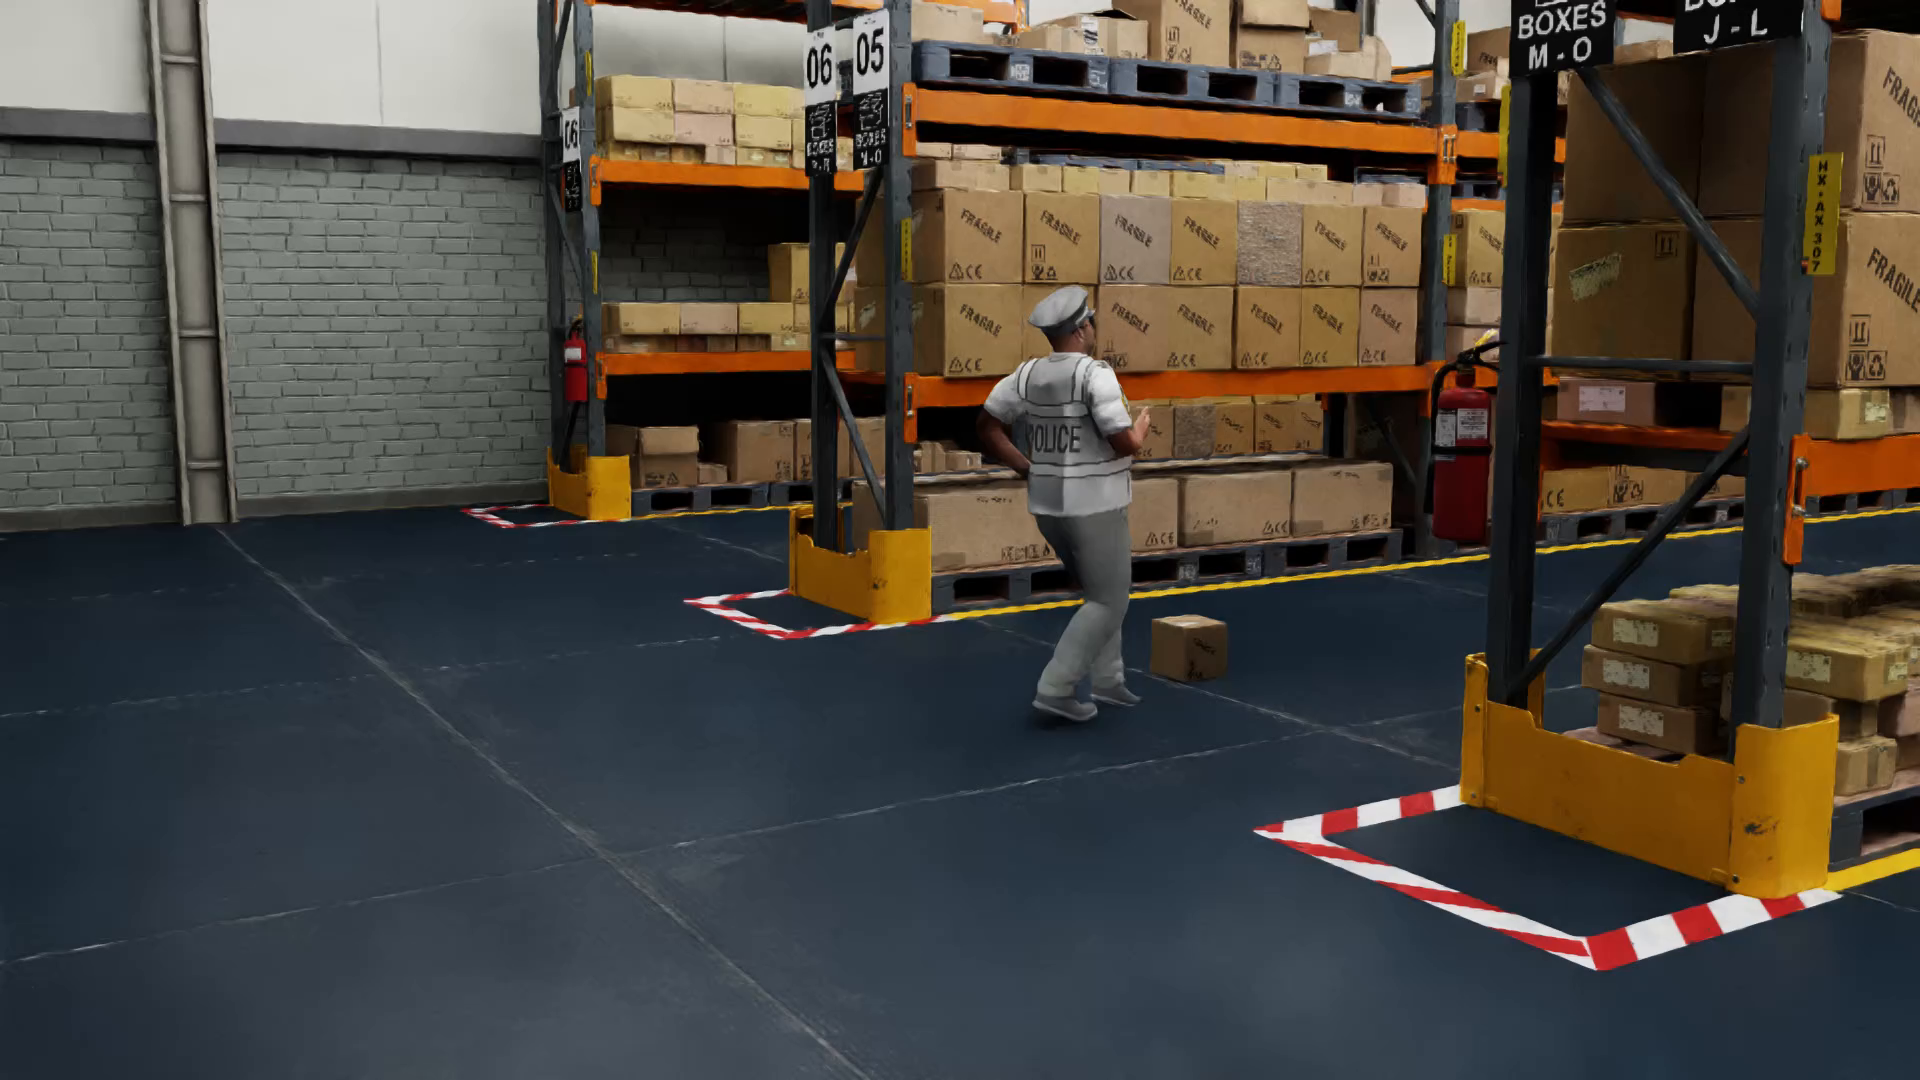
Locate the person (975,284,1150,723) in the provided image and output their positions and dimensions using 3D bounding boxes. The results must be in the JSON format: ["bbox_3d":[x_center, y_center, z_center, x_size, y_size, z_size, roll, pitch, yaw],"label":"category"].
[{"bbox_3d":[0.534,-0.121,6.742,0.761,1.795,0.634,-5,10,-32],"label":"person"}]
